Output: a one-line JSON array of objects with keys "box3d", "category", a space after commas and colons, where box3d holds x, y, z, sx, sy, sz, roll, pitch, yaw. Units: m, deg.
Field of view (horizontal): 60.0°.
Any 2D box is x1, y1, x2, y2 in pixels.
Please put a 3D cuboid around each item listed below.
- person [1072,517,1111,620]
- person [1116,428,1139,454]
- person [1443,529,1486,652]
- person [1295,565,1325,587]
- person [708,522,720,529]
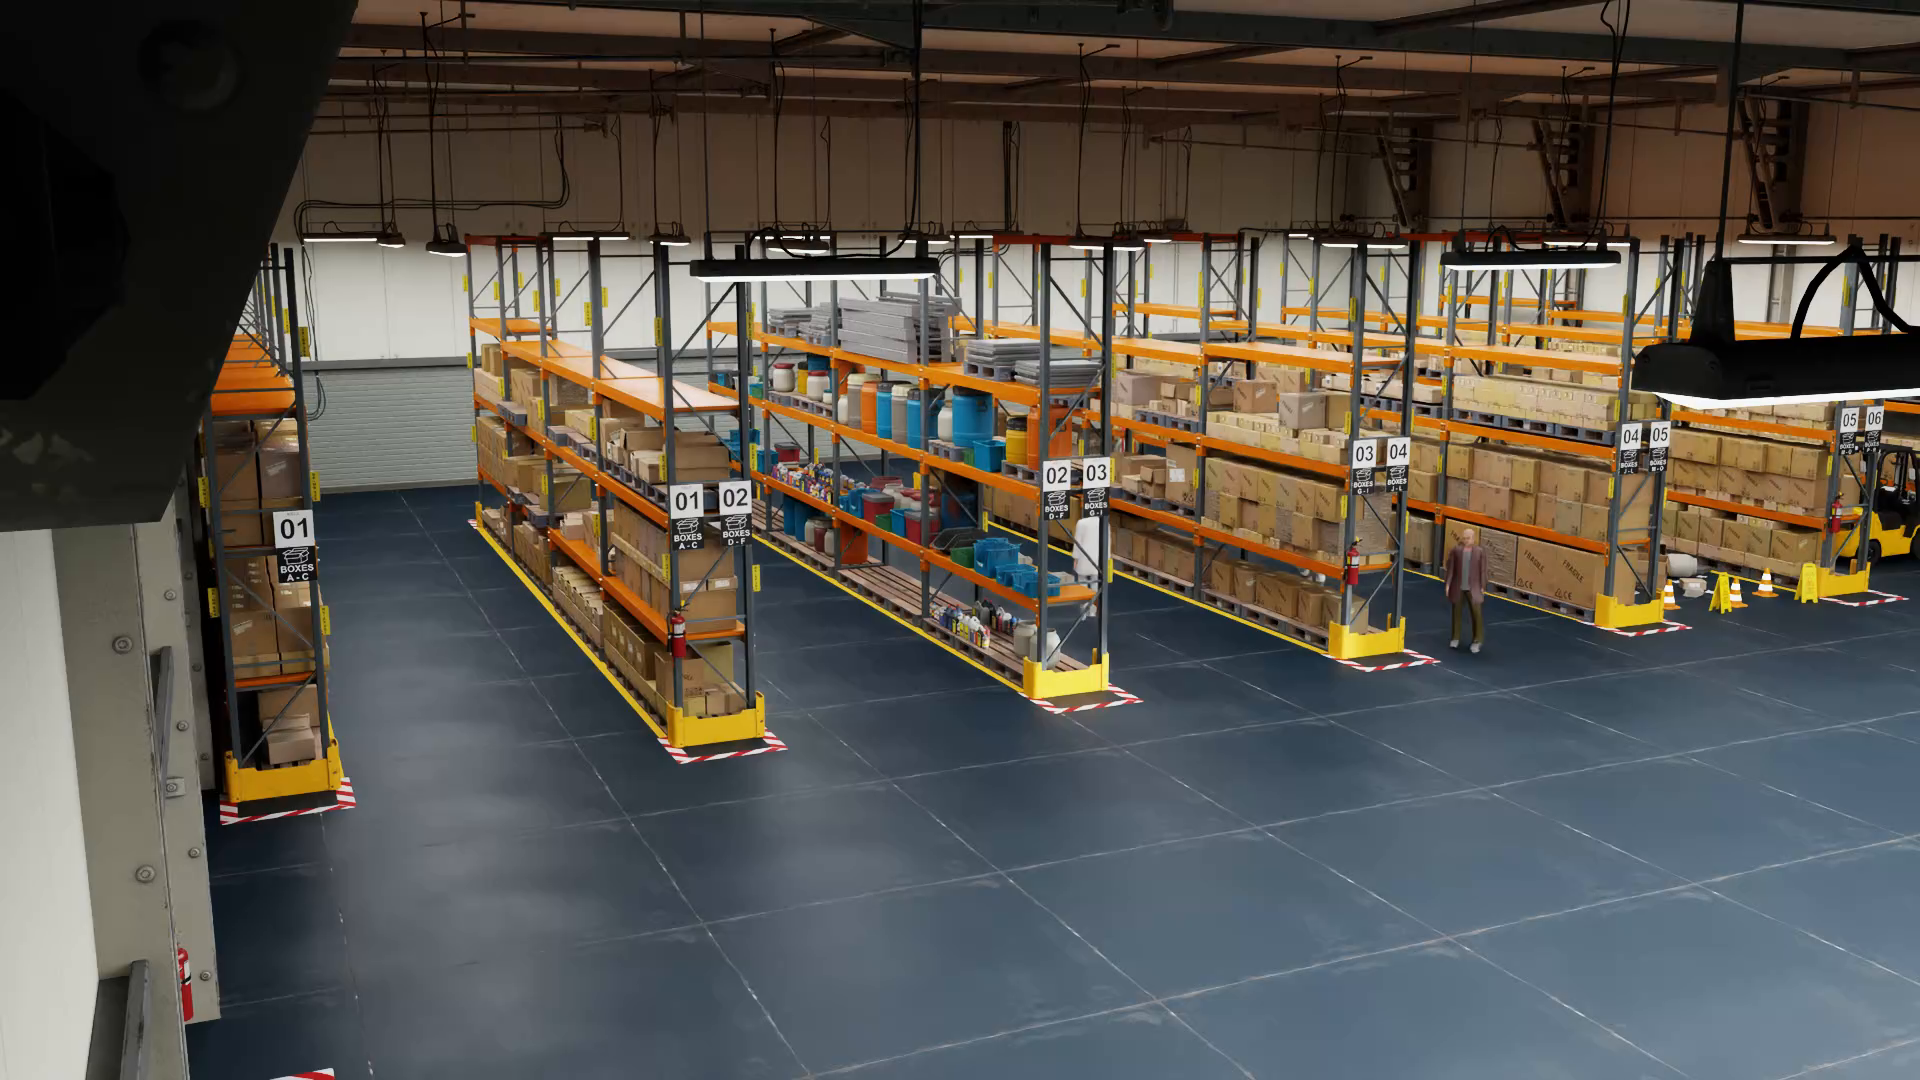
[{"box3d": [2.004, 0.313, 25.328, 0.584, 1.824, 0.544, 2, 11, 9], "category": "person"}, {"box3d": [3.745, -1.663, 37.022, 0.651, 1.742, 0.975, -5, 12, -25], "category": "person"}, {"box3d": [7.505, 0.738, 24.727, 0.619, 1.807, 0.466, 4, 12, 18], "category": "person"}, {"box3d": [5.986, 0.056, 28.103, 0.622, 1.790, 0.484, 8, 13, 34], "category": "person"}, {"box3d": [-4.103, -0.031, 27.994, 0.735, 1.719, 0.853, -4, 12, -20], "category": "person"}]
